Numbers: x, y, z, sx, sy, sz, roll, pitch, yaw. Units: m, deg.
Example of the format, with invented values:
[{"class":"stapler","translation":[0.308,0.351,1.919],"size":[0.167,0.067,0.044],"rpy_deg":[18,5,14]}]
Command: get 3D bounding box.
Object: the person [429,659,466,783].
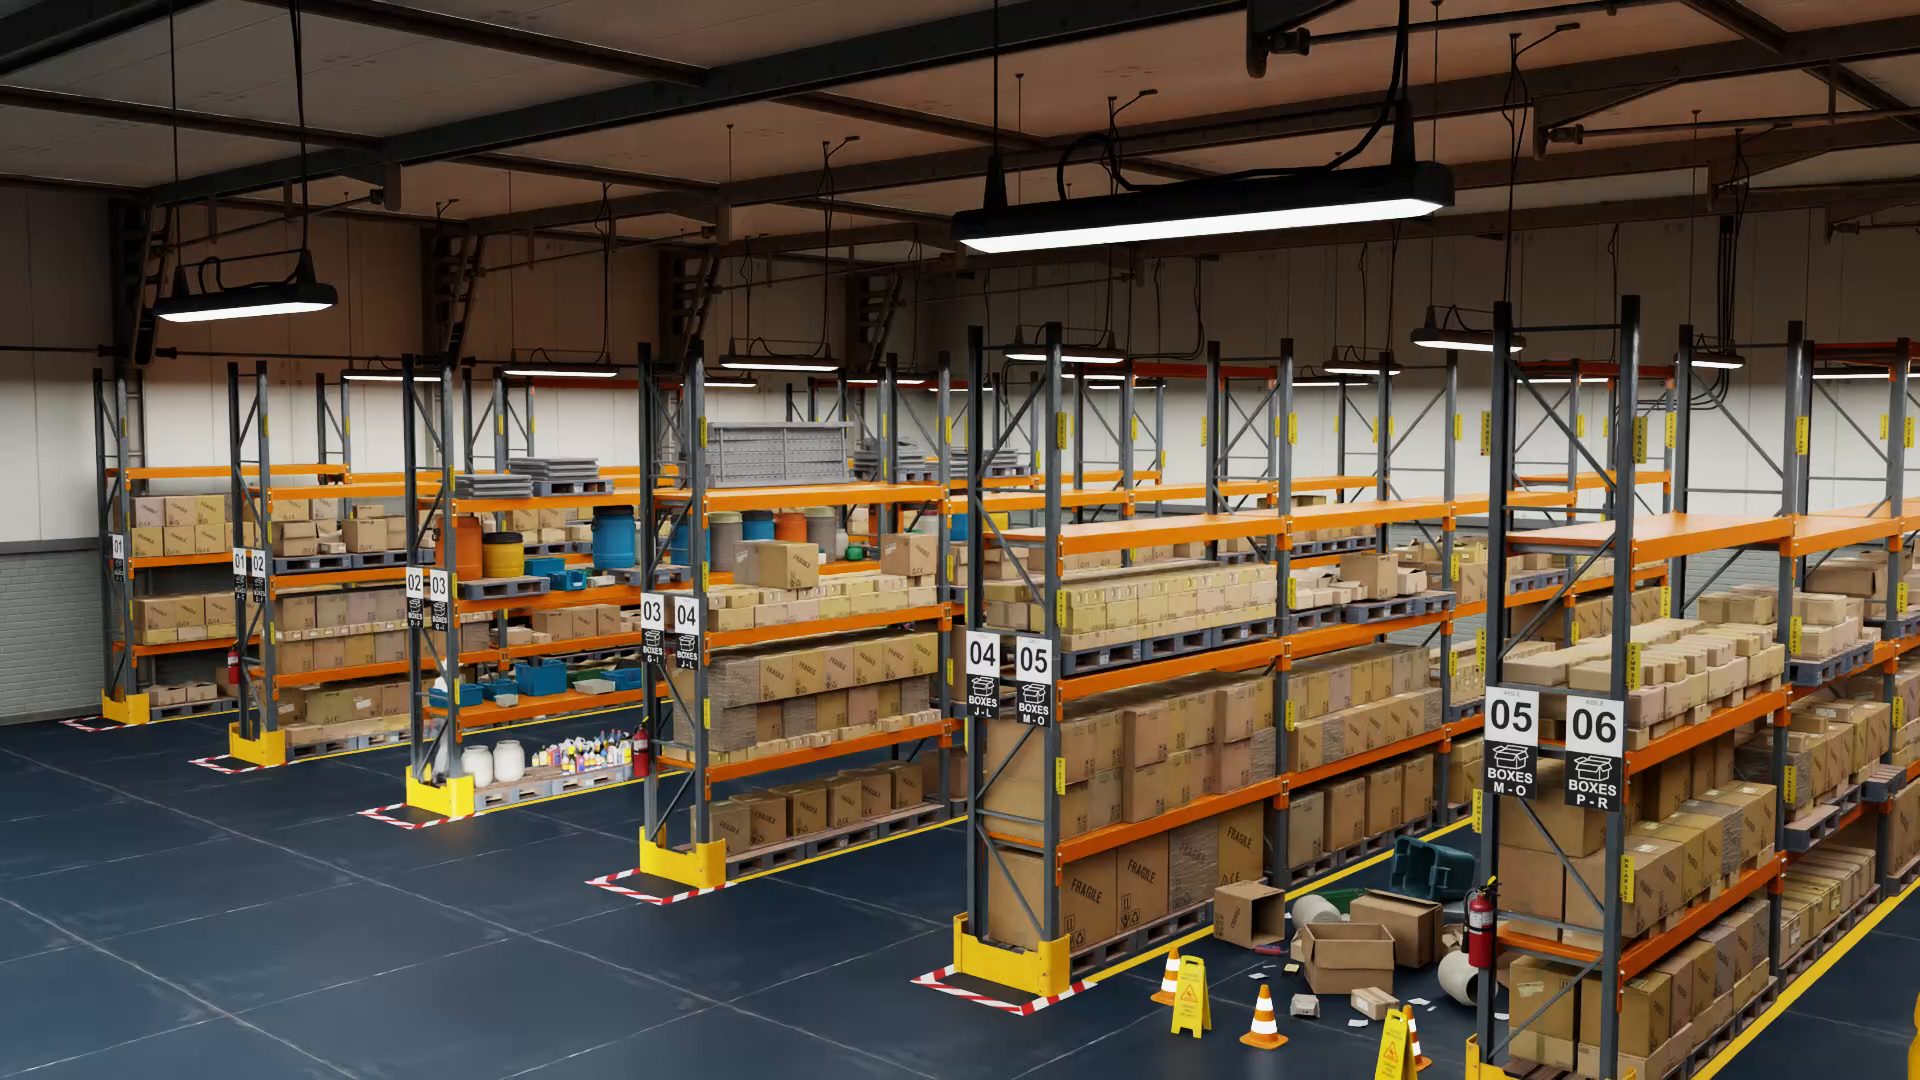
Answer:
[{"class":"person","translation":[-7.266,2.573,23.595],"size":[0.562,1.821,0.613],"rpy_deg":[3,5,34]}]
